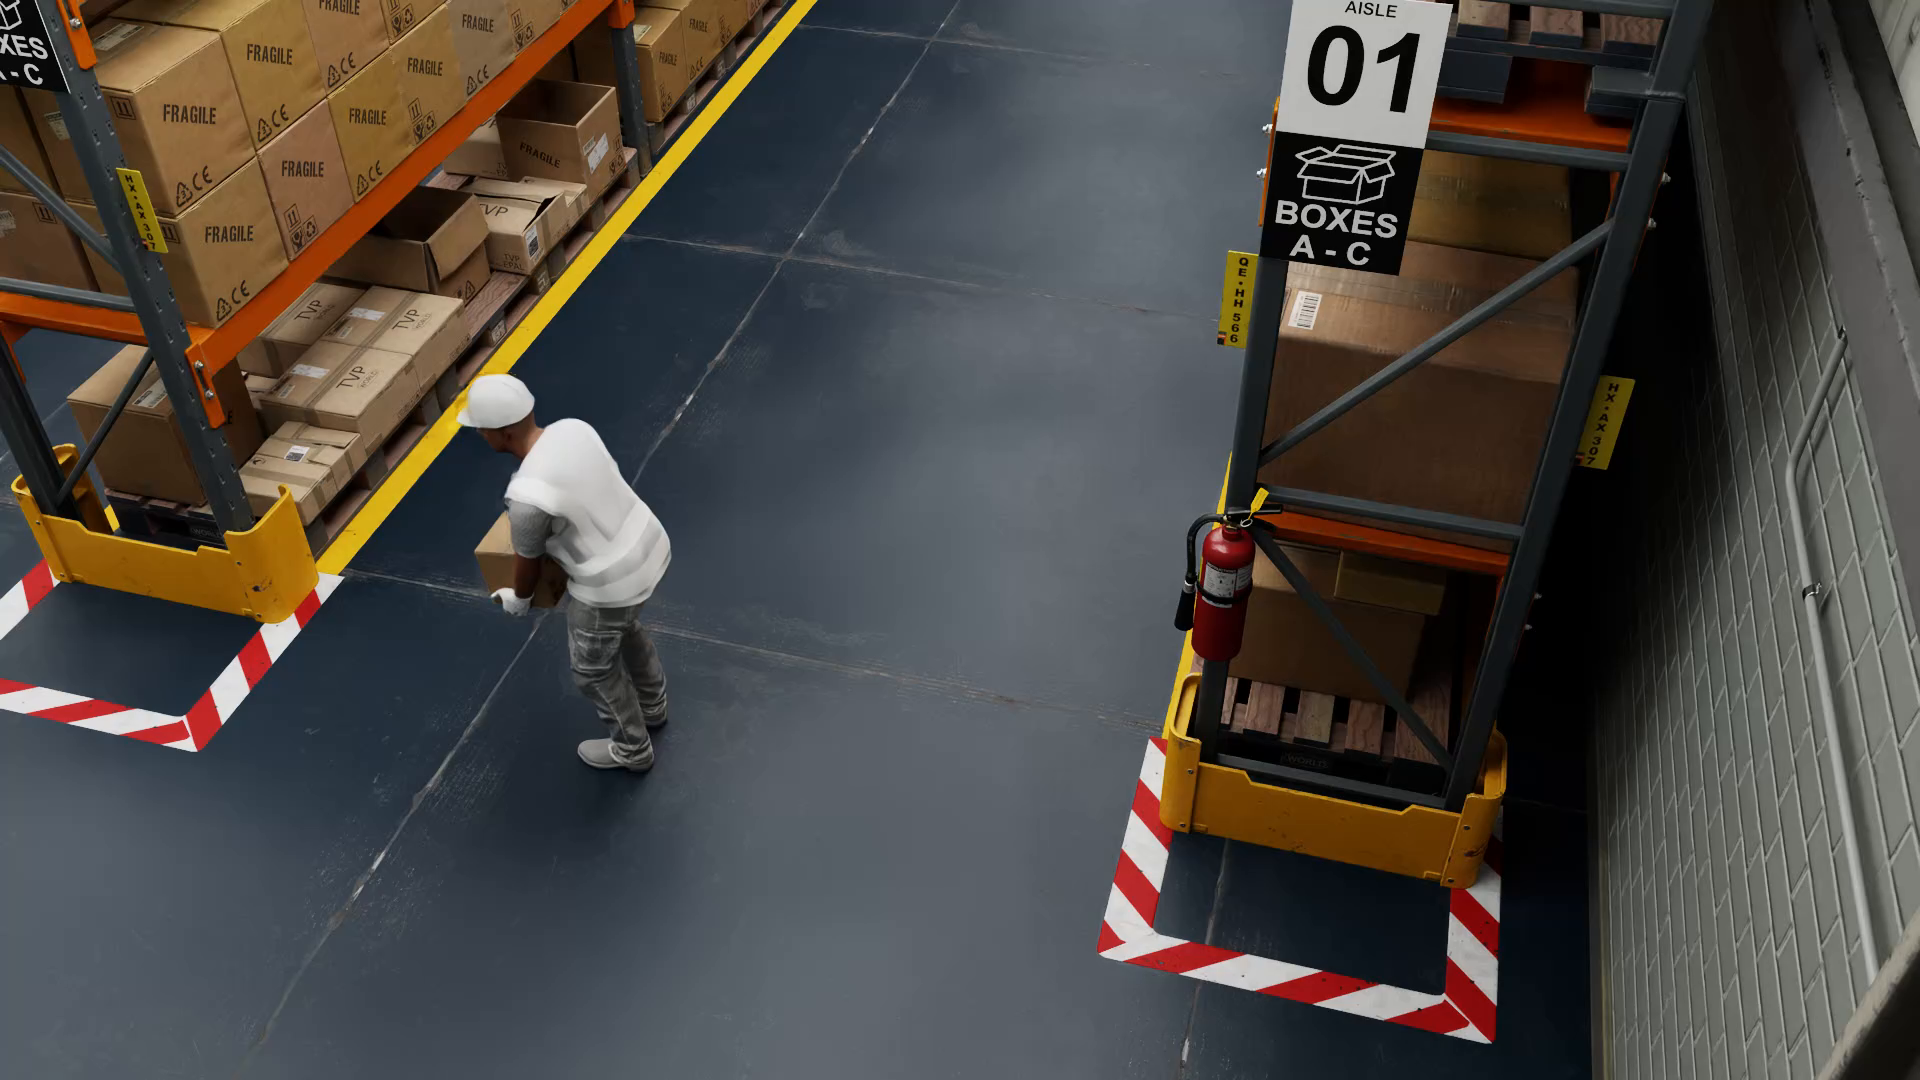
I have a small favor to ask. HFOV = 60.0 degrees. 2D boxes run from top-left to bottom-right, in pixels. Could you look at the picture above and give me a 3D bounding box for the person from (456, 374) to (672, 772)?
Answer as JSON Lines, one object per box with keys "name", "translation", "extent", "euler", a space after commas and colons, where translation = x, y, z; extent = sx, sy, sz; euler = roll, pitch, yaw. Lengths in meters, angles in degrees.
{"name": "person", "translation": [-1.384, 0.130, 6.054], "extent": [0.645, 1.700, 0.482], "euler": [9, 42, 11]}
